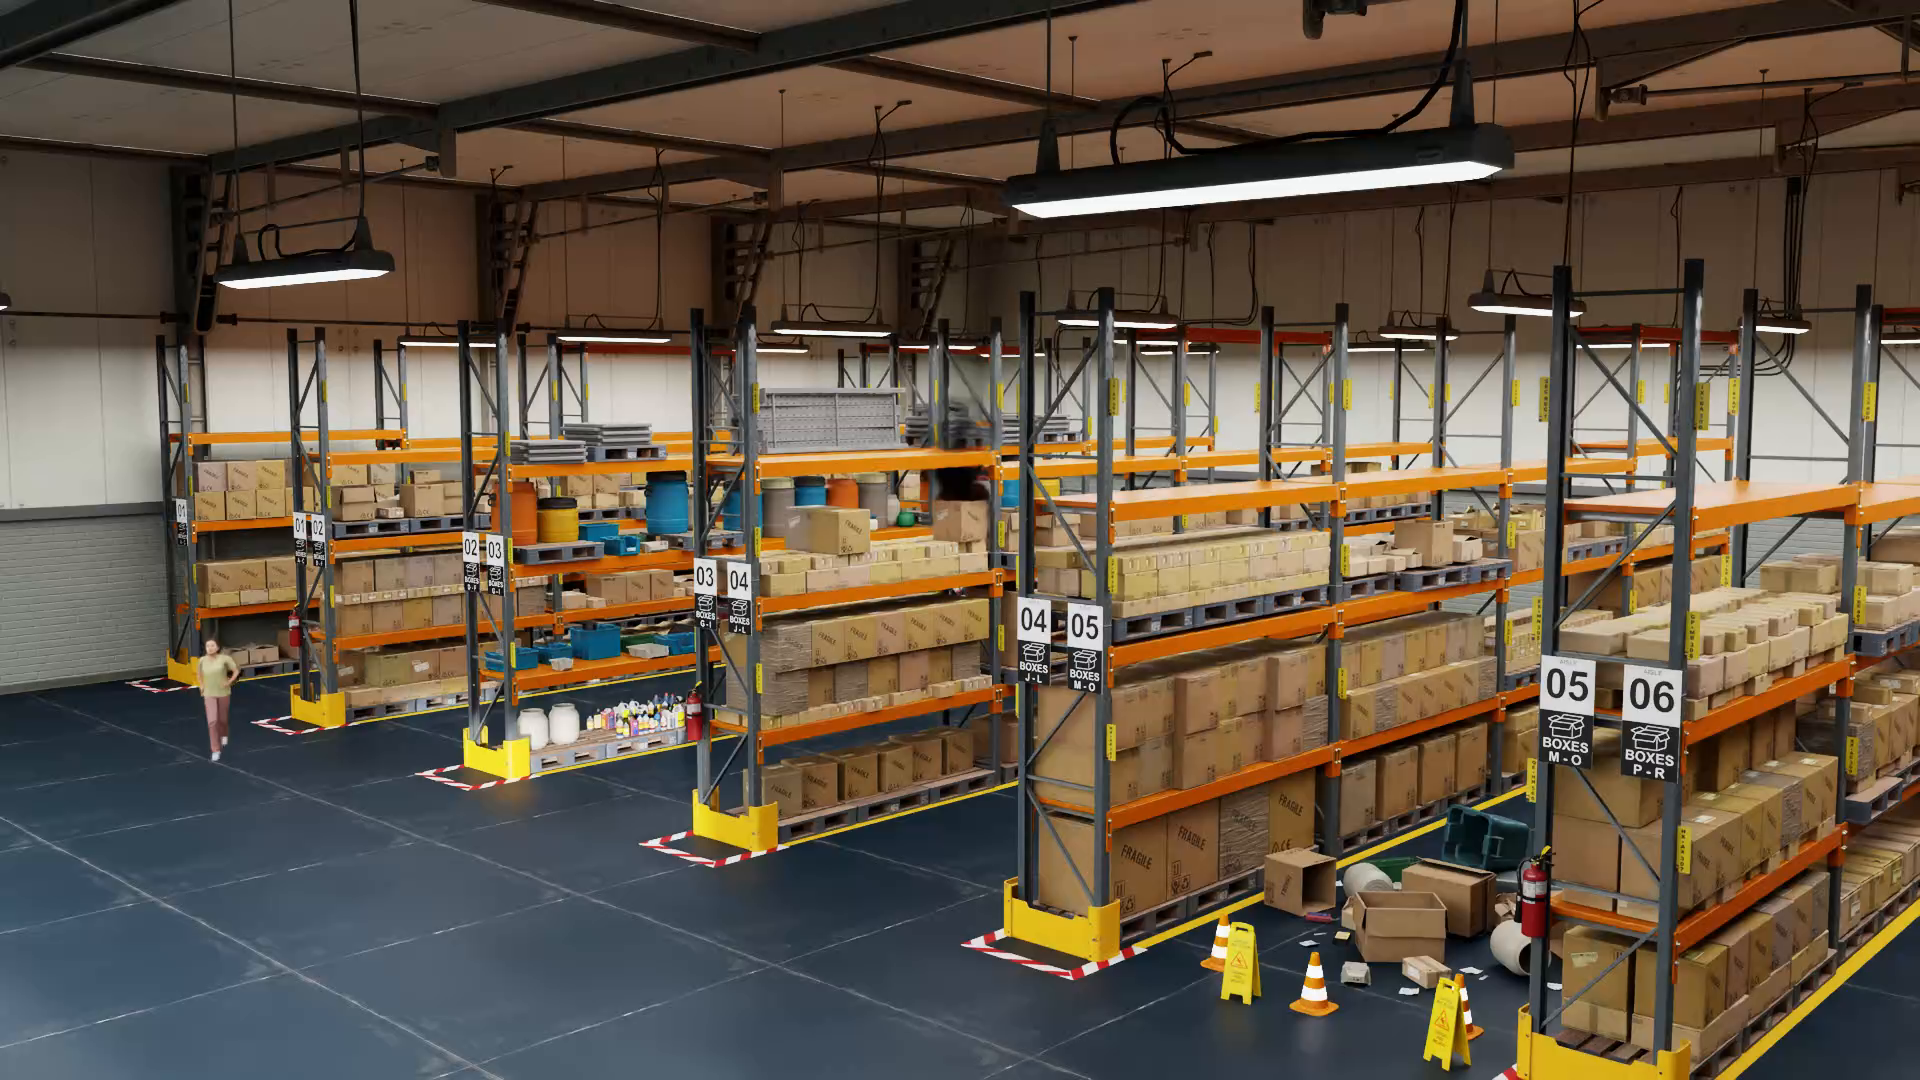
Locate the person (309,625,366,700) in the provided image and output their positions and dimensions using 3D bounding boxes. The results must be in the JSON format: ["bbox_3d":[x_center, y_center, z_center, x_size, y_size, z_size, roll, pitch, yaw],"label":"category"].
[{"bbox_3d":[-10.237,1.691,27.530,0.690,1.771,1.042,4,7,38],"label":"person"}]

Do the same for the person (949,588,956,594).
[{"bbox_3d":[-0.276,1.290,32.359,0.580,1.711,0.855,3,6,31],"label":"person"}]

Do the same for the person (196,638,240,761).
[{"bbox_3d":[-10.299,2.167,23.097,0.575,1.678,0.835,-1,6,-14],"label":"person"}]
